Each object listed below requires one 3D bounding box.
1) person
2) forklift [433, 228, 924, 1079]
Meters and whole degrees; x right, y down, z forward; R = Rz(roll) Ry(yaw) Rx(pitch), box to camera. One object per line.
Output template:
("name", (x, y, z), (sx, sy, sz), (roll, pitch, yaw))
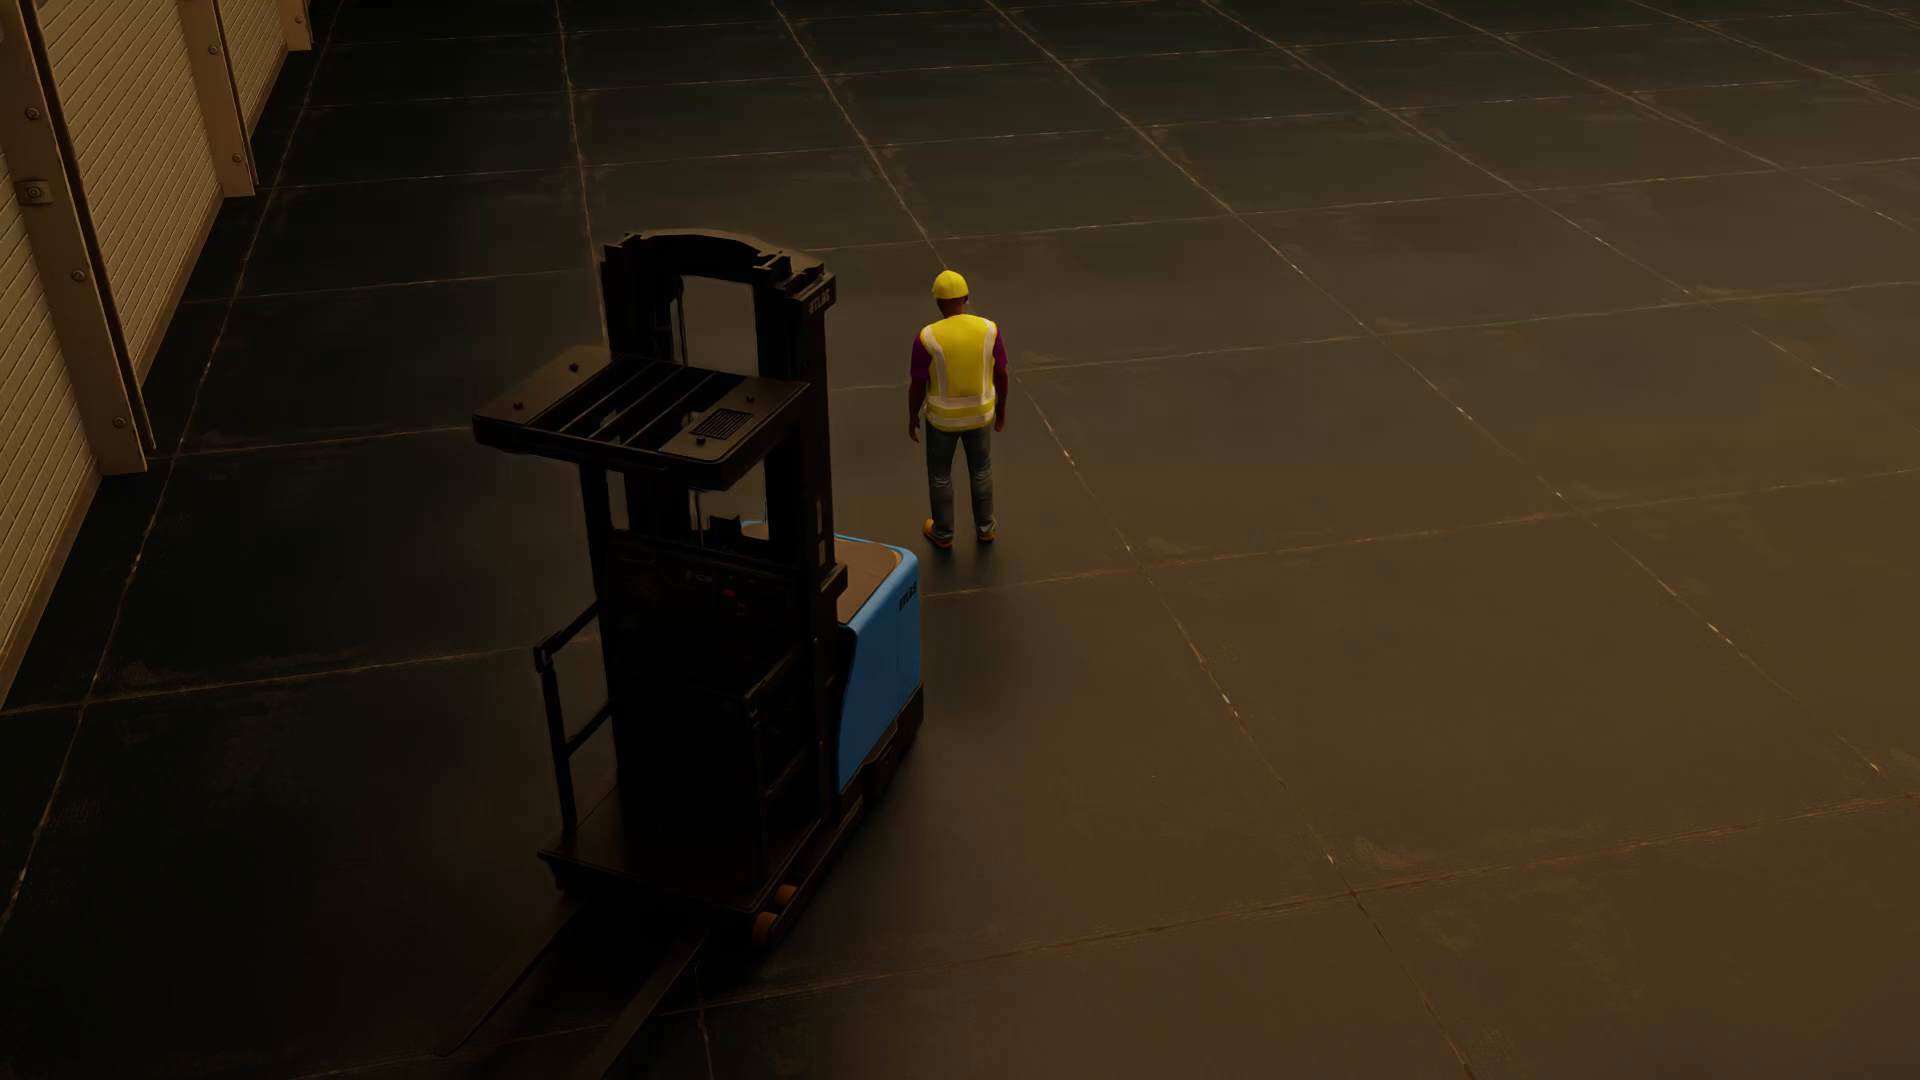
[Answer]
("person", (-0.017, -0.778, 10.092), (0.626, 1.760, 0.460), (-8, 31, -13))
("forklift", (-1.210, 0.306, 7.047), (1.130, 2.935, 3.031), (11, 32, 19))
